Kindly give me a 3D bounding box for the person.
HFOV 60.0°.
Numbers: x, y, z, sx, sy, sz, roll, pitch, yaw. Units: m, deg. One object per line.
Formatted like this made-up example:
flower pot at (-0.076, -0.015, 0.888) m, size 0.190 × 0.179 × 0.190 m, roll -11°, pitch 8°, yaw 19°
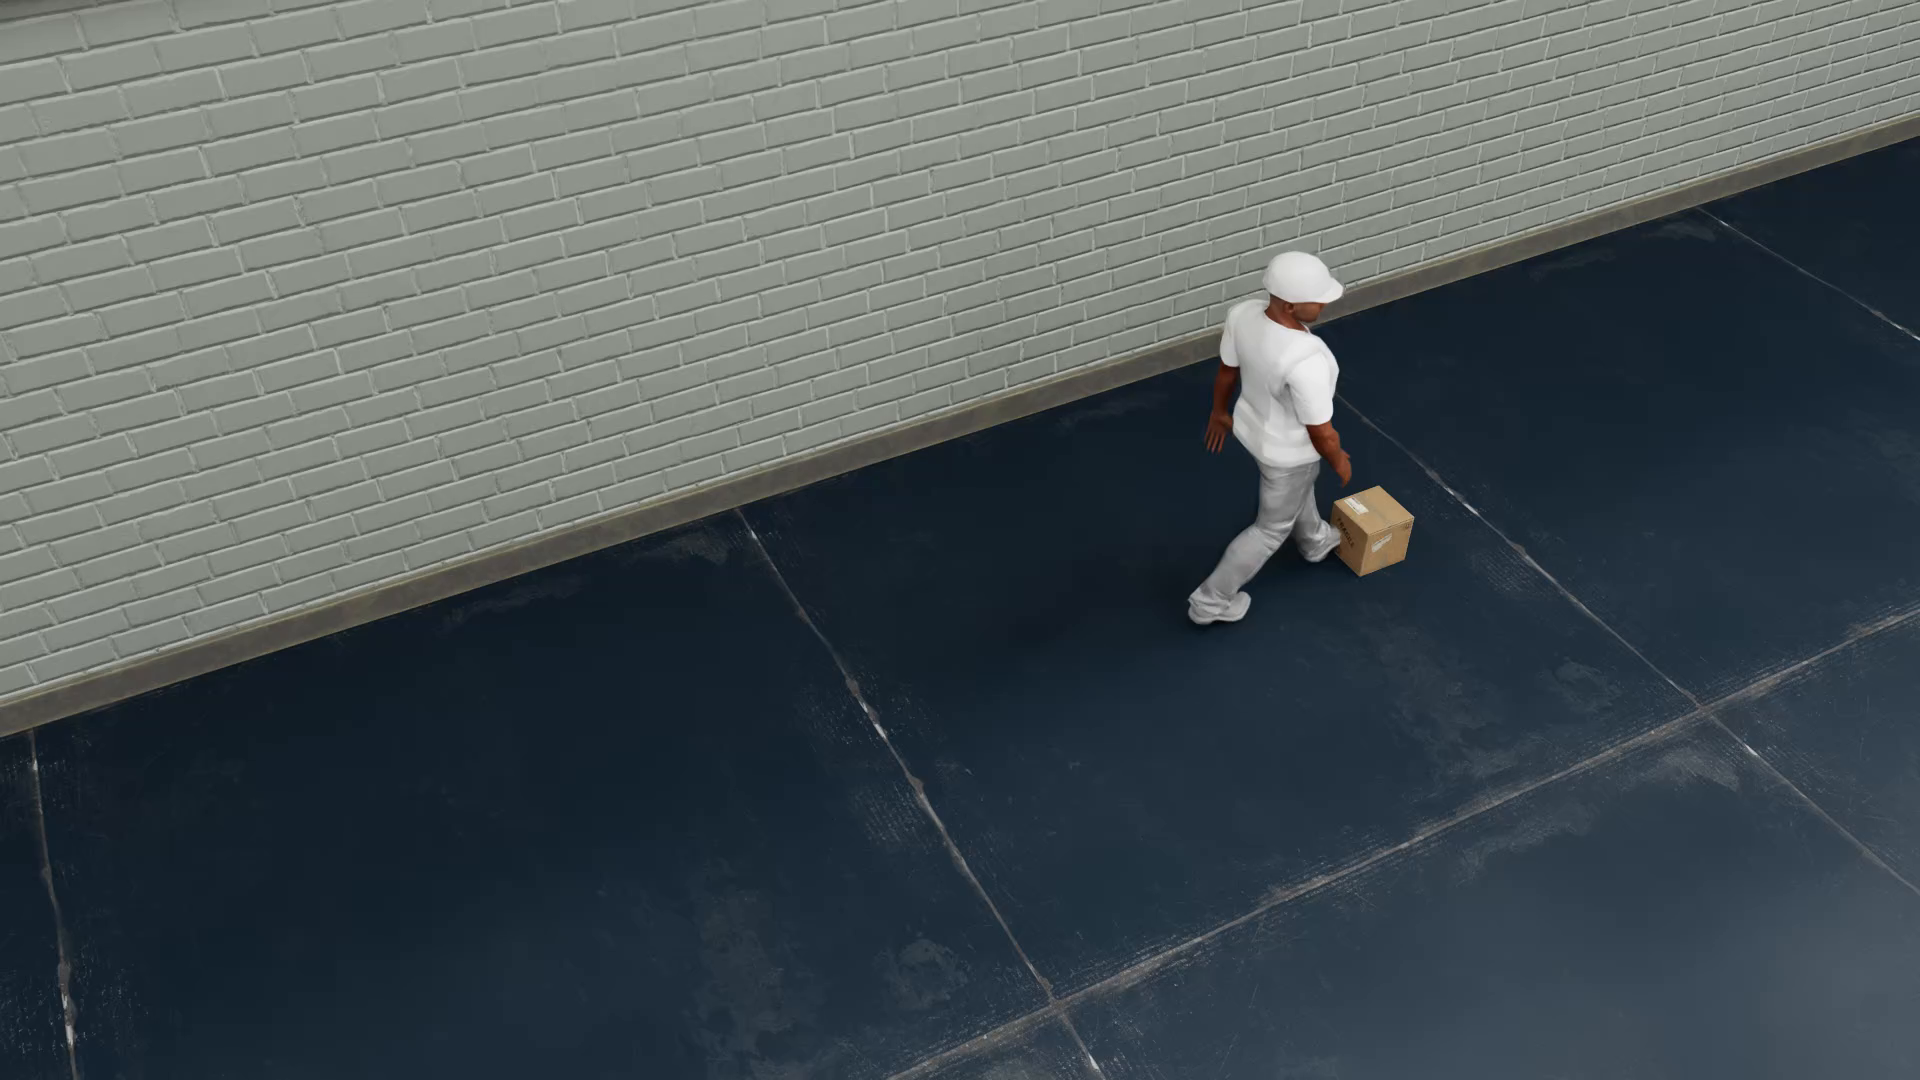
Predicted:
person at (1.378, -0.442, 6.667) m, size 0.971 × 1.717 × 0.596 m, roll -15°, pitch 43°, yaw -17°
